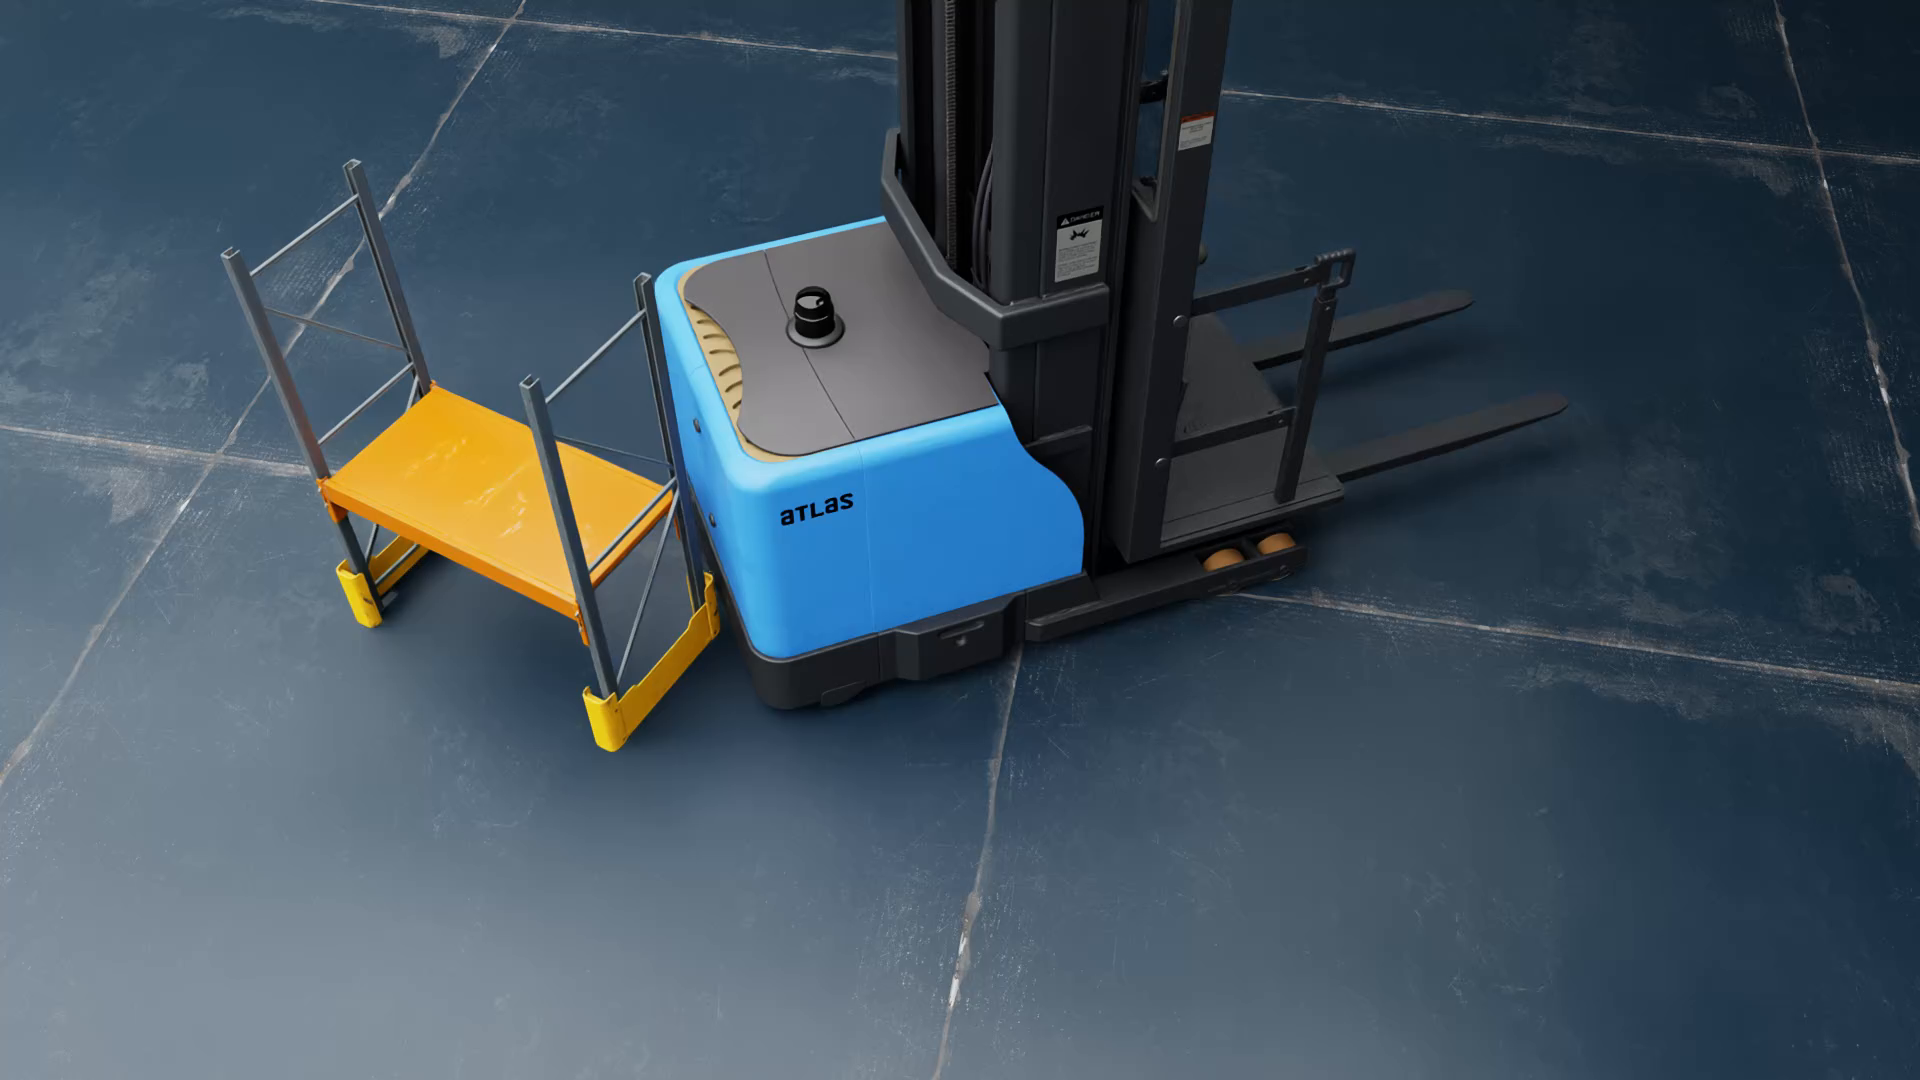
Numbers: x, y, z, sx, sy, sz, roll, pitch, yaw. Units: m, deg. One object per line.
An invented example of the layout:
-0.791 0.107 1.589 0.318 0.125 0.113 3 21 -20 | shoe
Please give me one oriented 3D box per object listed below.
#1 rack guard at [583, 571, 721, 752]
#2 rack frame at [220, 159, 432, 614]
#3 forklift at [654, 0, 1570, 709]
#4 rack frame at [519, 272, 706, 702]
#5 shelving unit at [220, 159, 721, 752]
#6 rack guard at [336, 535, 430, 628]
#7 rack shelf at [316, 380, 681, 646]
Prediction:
-0.961 0.375 5.245 0.087 0.250 0.587 23 52 19 | rack guard
-1.827 -0.411 5.111 0.032 1.500 0.500 23 52 19 | rack frame
0.626 -1.144 4.808 3.031 2.935 1.130 -16 50 -14 | forklift
-0.944 -0.035 4.774 0.032 1.500 0.500 23 52 19 | rack frame
-1.393 -0.226 4.945 1.083 1.500 0.587 23 52 19 | shelving unit
-1.826 0.008 5.575 0.087 0.250 0.587 23 52 19 | rack guard
-1.386 -0.103 5.076 1.000 0.185 0.538 23 52 19 | rack shelf
